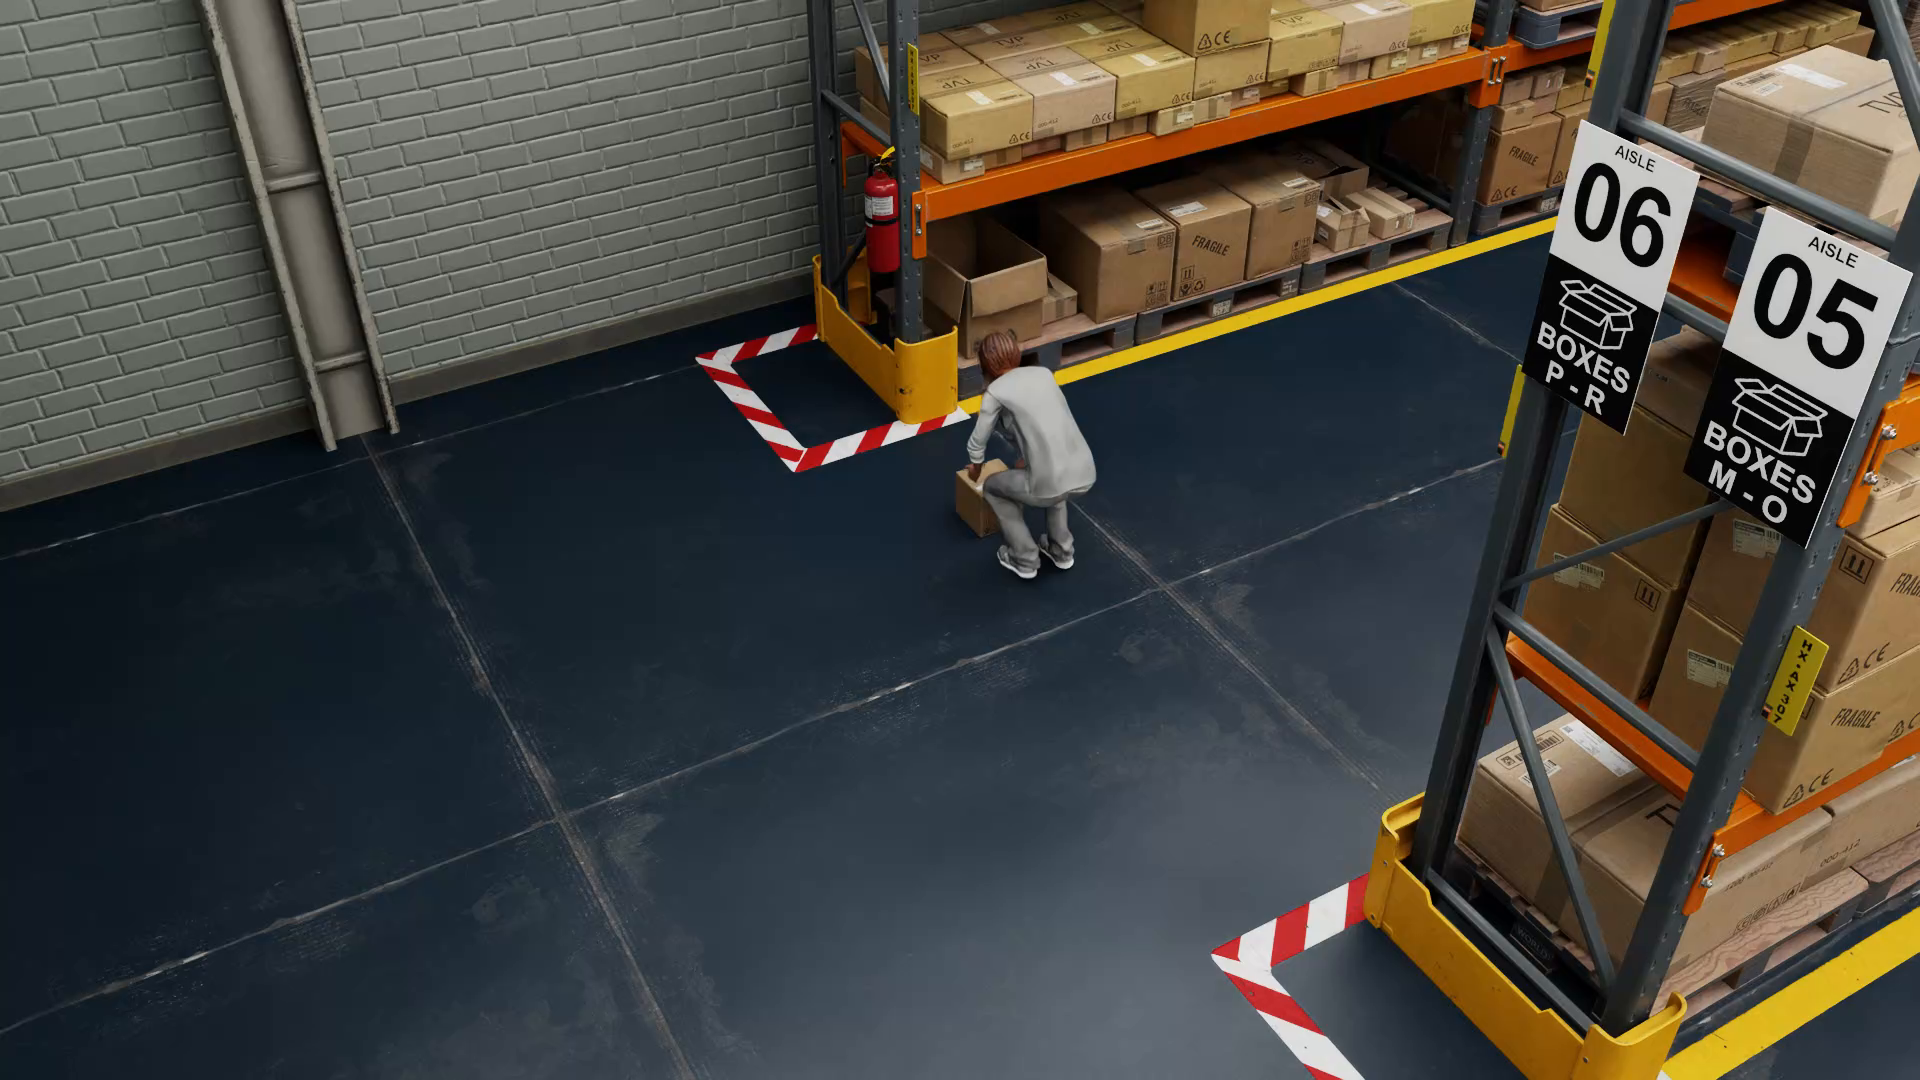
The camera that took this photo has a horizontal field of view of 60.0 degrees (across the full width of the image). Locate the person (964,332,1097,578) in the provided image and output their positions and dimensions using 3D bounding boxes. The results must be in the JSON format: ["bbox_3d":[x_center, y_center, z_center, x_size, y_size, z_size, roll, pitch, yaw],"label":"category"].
[{"bbox_3d":[0.316,-0.349,7.792,0.463,1.115,0.736,-19,41,-24],"label":"person"}]
